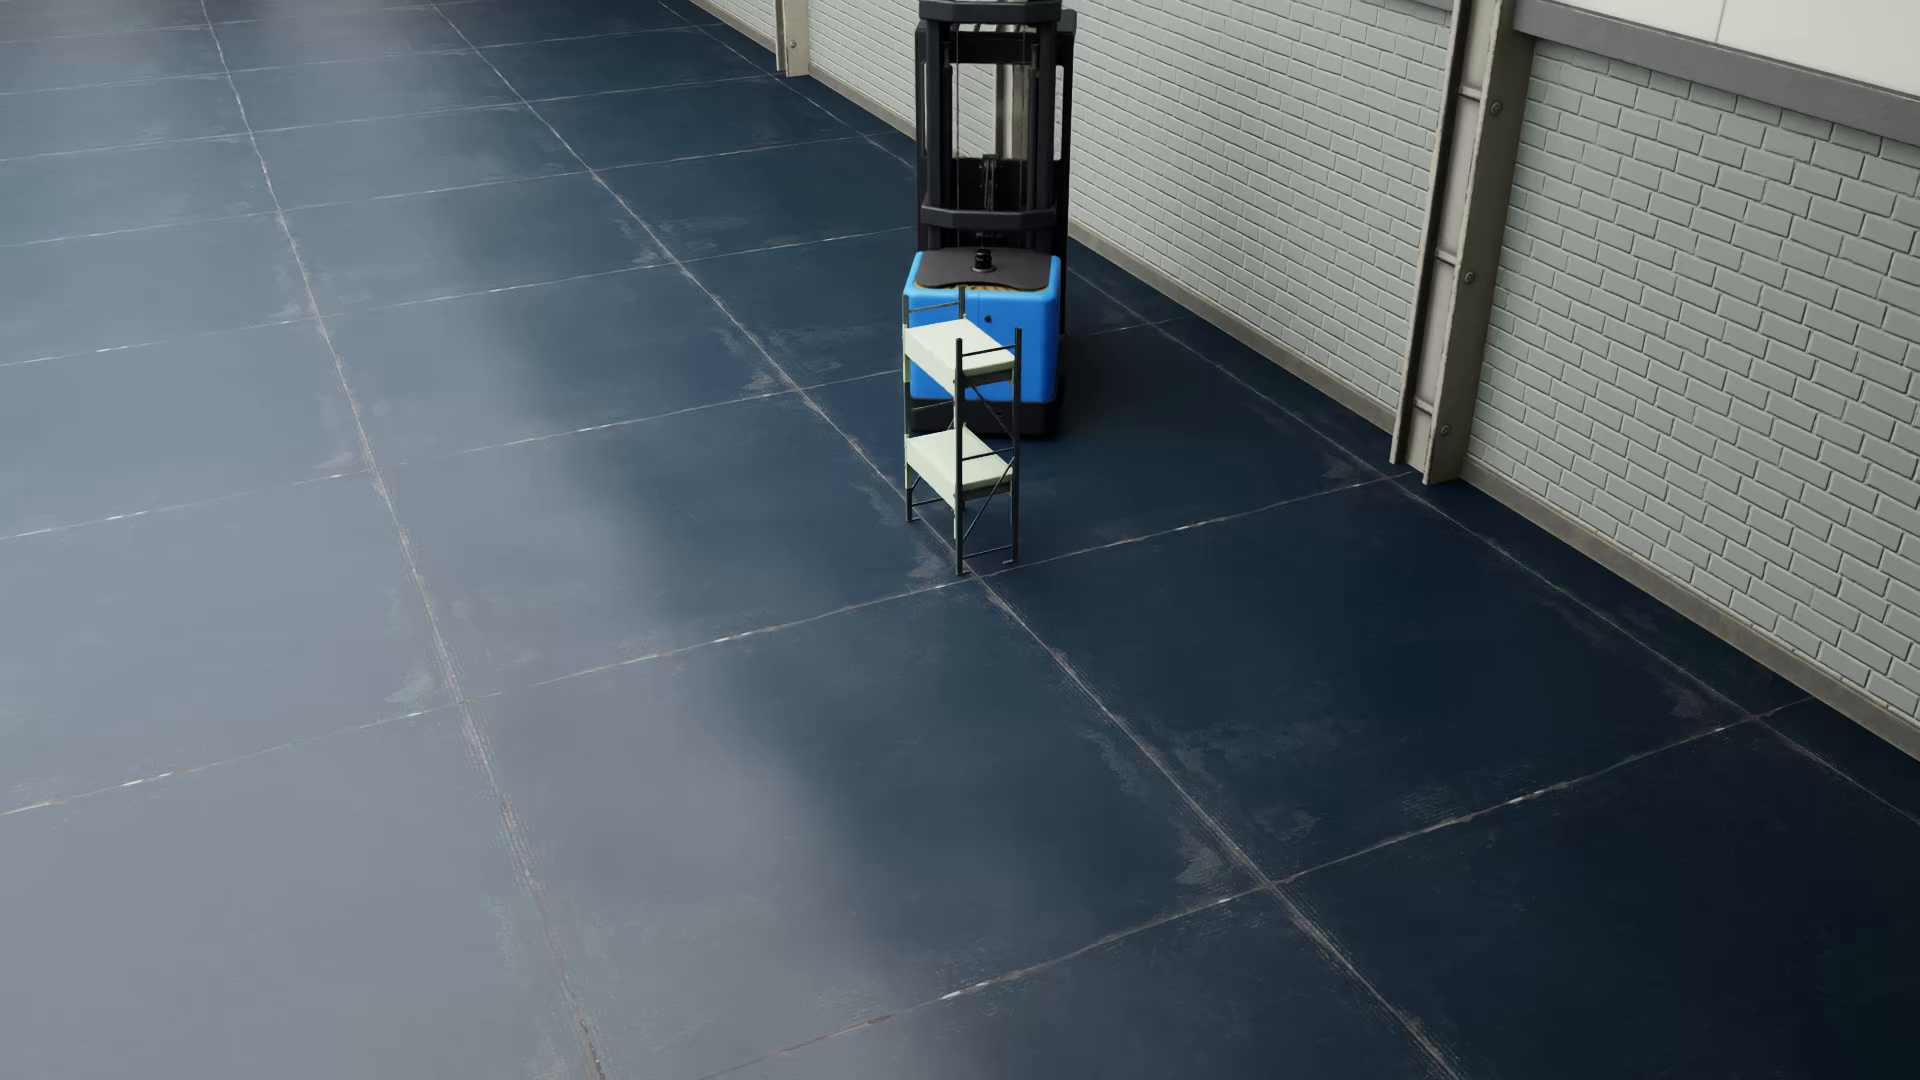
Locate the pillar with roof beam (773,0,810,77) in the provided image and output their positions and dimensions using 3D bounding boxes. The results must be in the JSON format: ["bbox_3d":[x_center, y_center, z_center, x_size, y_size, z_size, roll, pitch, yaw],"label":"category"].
[{"bbox_3d":[-5.936,-8.798,16.712,9.100,9.000,0.400,-13,32,-22],"label":"pillar with roof beam"}]

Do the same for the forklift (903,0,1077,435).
[{"bbox_3d":[0.256,-2.690,12.023,1.130,2.935,3.031,2,29,4],"label":"forklift"}]

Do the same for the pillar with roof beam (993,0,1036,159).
[{"bbox_3d":[-3.360,-6.148,11.985,9.100,9.000,0.400,-13,32,-22],"label":"pillar with roof beam"}]

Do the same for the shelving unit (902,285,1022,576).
[{"bbox_3d":[0.003,-0.651,9.851,0.431,1.500,0.755,-13,32,-22],"label":"shelving unit"}]

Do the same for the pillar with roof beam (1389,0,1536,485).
[{"bbox_3d":[-0.785,-3.497,7.259,9.100,9.000,0.400,-13,32,-22],"label":"pillar with roof beam"}]

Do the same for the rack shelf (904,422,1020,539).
[{"bbox_3d":[0.003,-0.367,10.010,0.431,0.370,0.720,-13,32,-22],"label":"rack shelf"}]

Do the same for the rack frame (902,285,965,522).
[{"bbox_3d":[-0.154,-0.813,10.139,0.400,1.500,0.023,-13,32,-22],"label":"rack frame"}]

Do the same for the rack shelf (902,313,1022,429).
[{"bbox_3d":[0.003,-0.992,9.660,0.431,0.370,0.720,-13,32,-22],"label":"rack shelf"}]

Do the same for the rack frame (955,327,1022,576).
[{"bbox_3d":[0.160,-0.490,9.562,0.400,1.500,0.023,-13,32,-22],"label":"rack frame"}]
